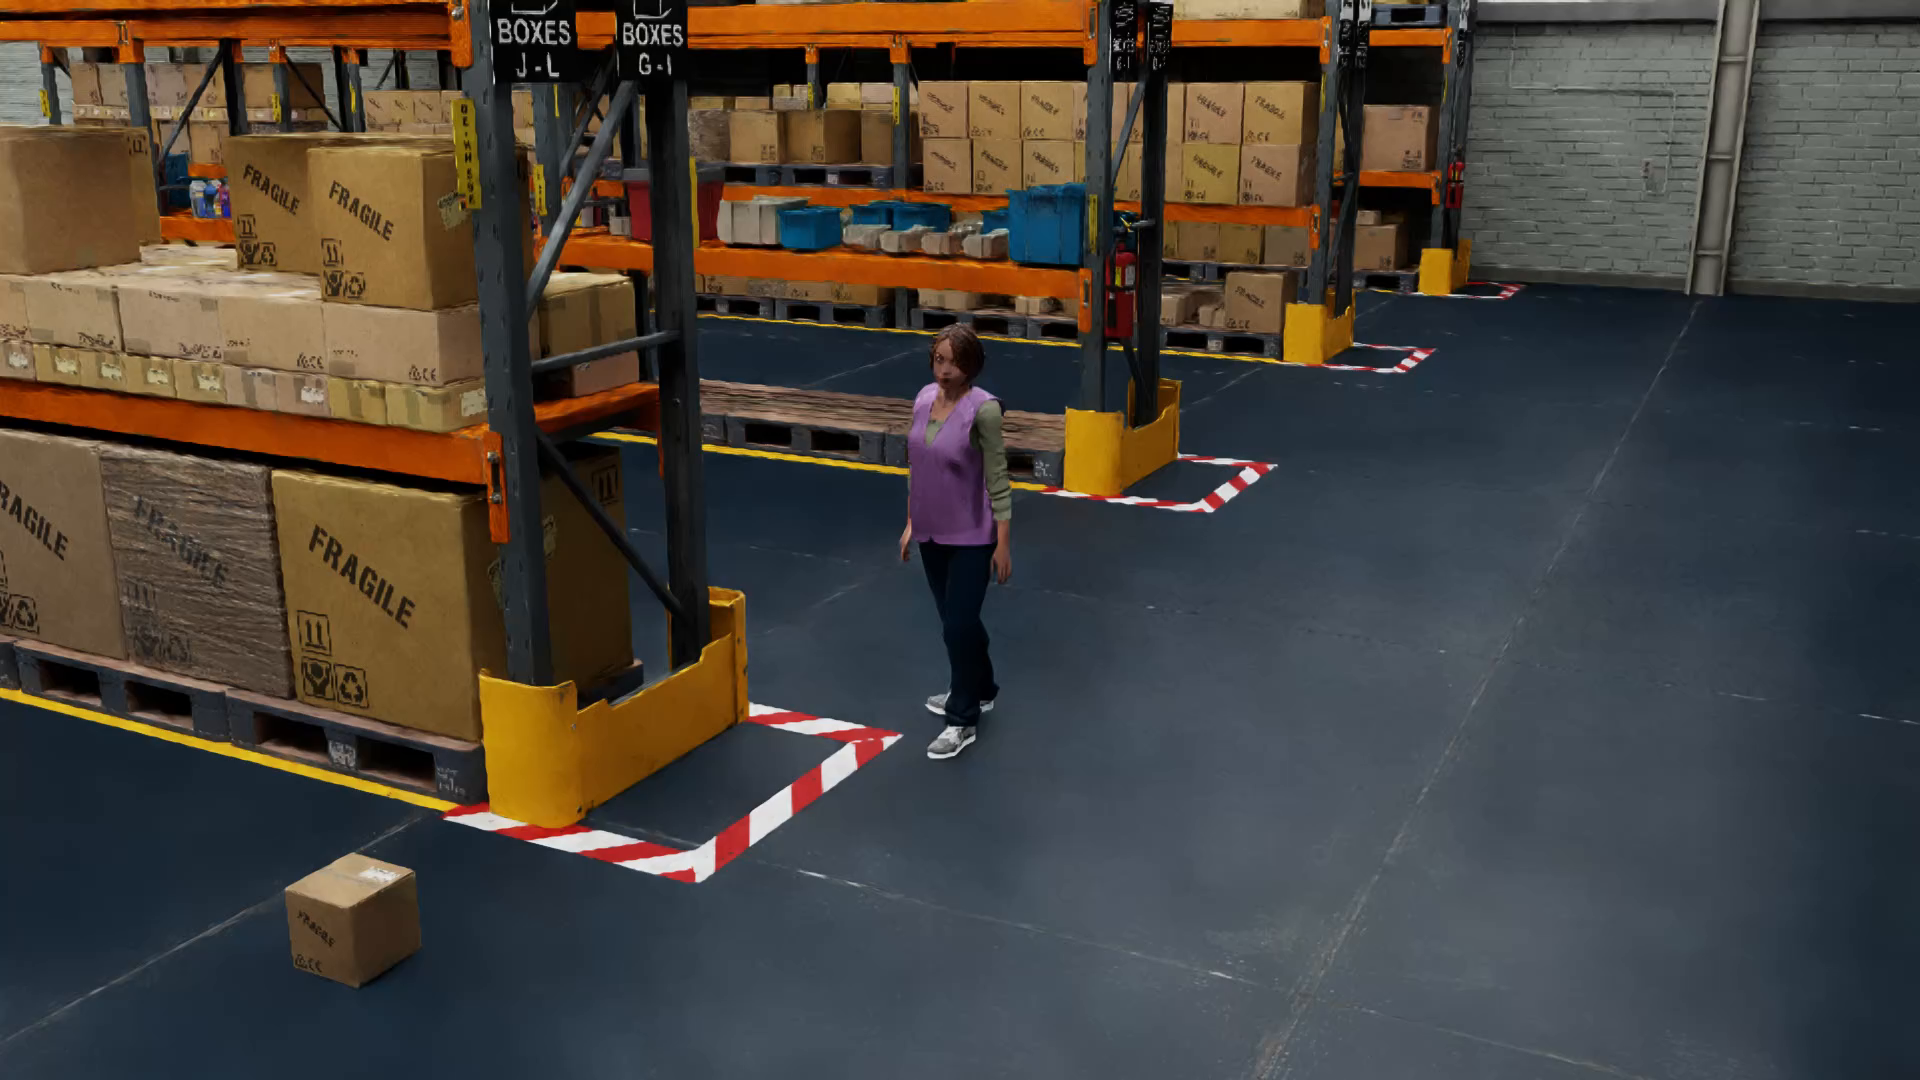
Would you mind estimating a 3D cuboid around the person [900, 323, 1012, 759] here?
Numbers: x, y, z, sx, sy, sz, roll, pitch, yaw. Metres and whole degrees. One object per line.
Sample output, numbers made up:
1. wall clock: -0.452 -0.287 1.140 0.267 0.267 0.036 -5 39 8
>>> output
1. person: -0.002 -0.007 6.115 0.523 1.583 0.490 15 22 43
